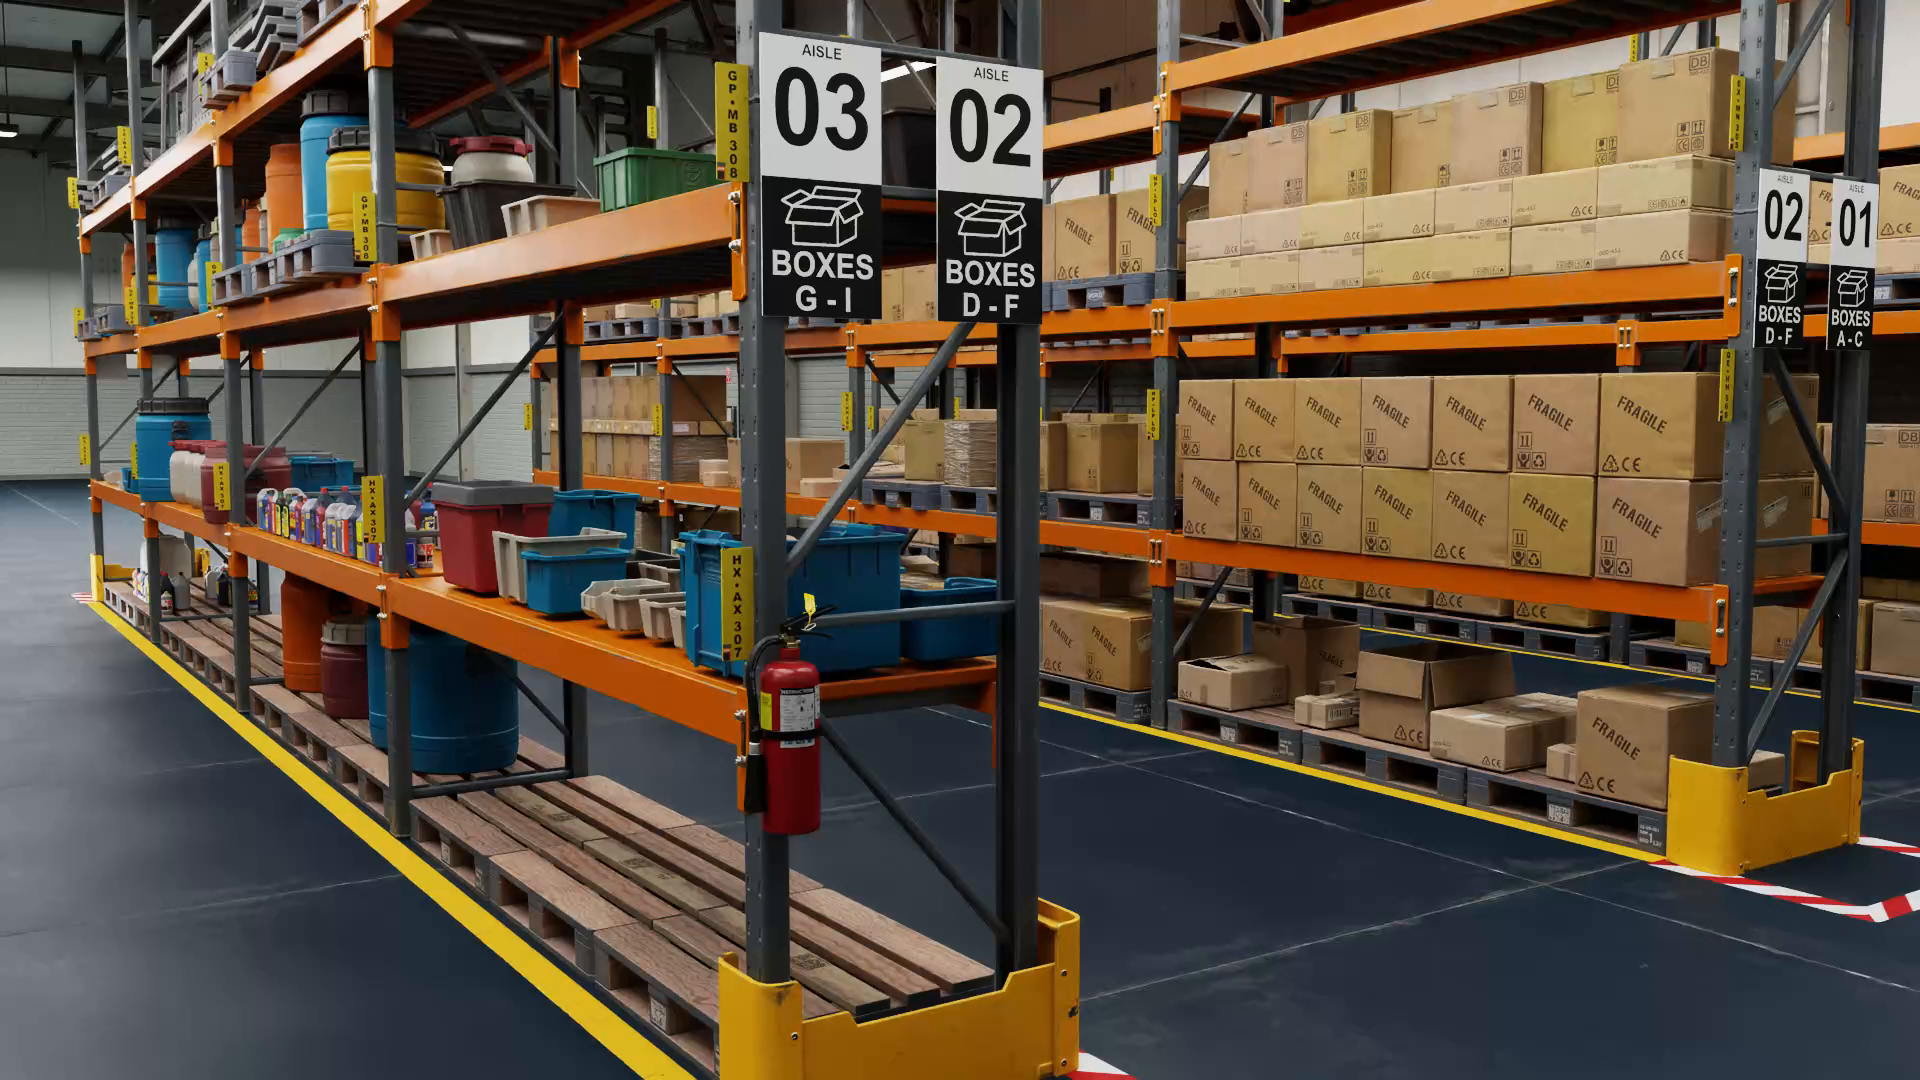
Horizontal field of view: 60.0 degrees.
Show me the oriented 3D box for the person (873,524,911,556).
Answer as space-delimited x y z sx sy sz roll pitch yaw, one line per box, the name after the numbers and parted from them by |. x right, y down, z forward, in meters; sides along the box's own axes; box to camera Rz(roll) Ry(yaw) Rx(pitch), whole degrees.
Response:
-0.813 -0.059 17.793 0.522 1.511 0.529 -3 6 -33 | person
